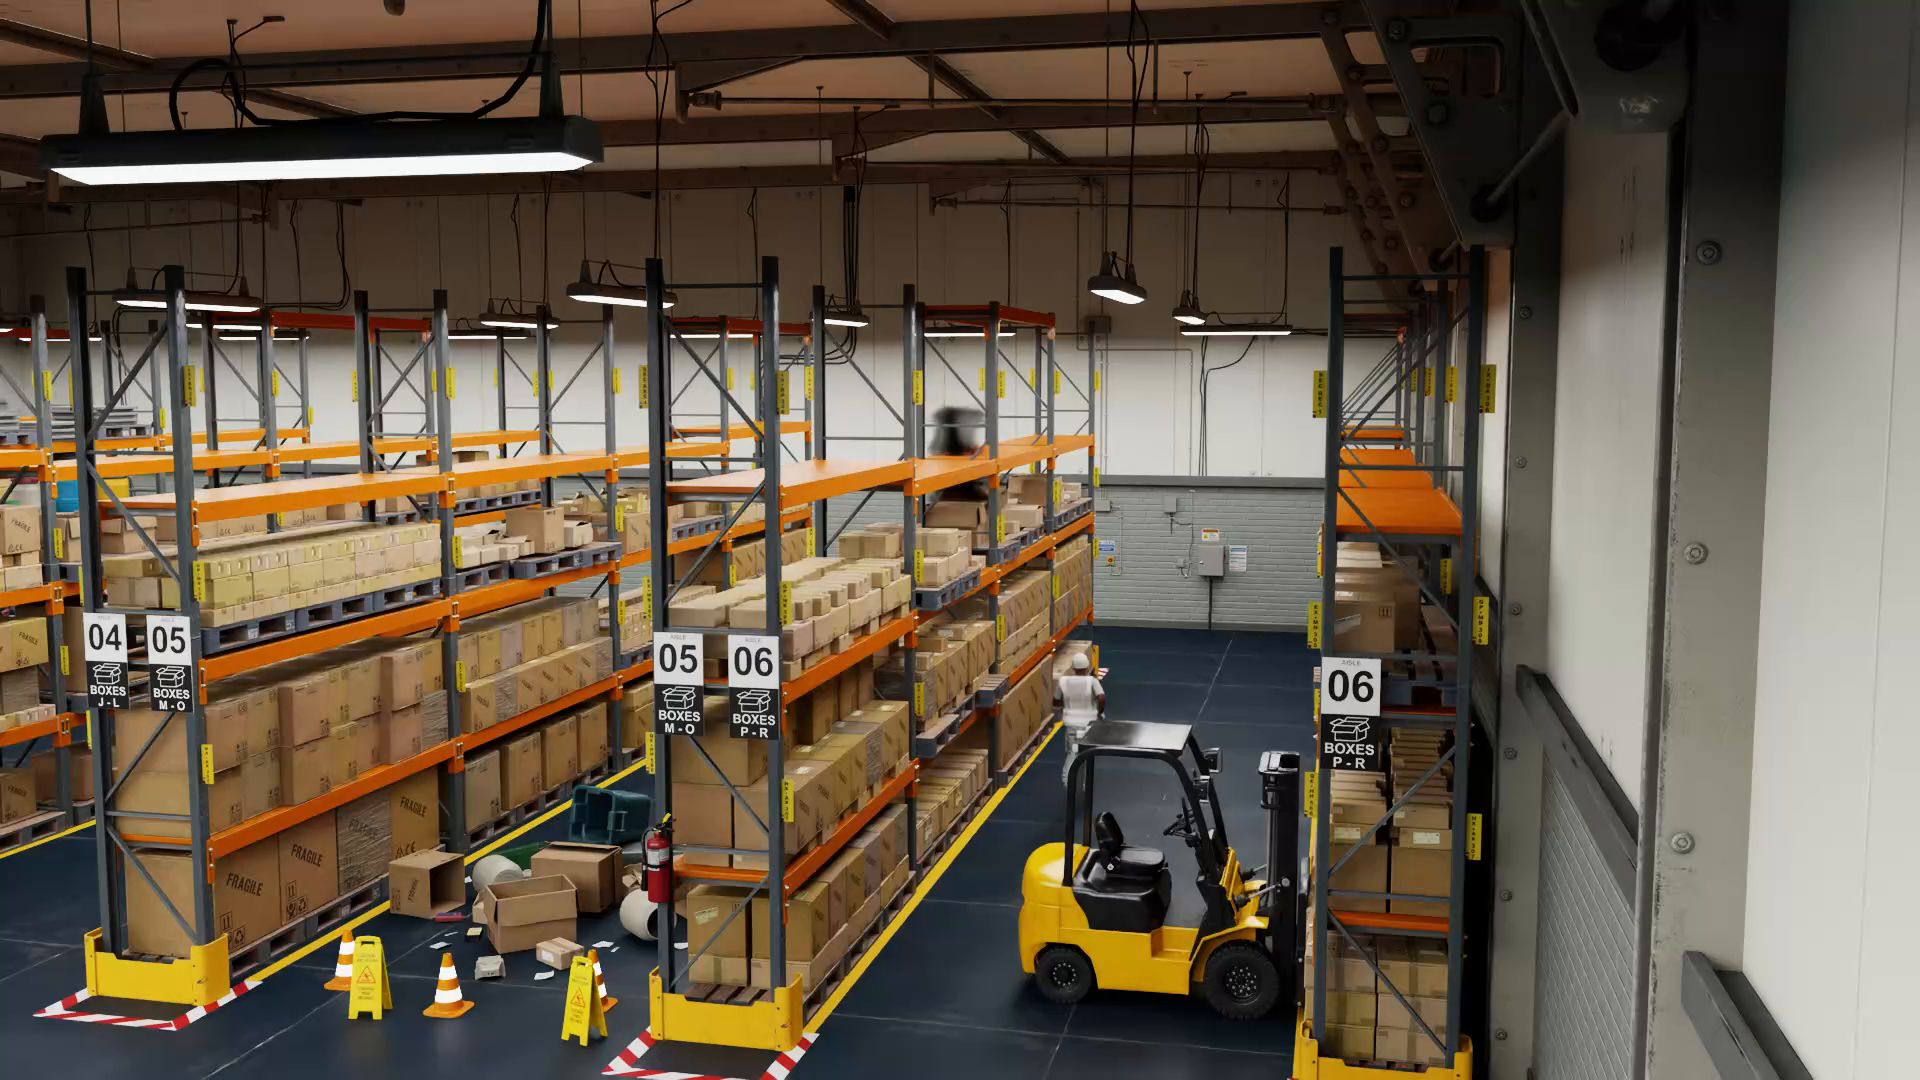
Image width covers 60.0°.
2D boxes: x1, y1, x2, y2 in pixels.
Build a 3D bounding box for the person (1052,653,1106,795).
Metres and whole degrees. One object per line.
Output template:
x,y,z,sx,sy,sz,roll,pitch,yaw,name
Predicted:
1.447,2.246,20.039,0.687,1.790,0.988,2,6,15,person
